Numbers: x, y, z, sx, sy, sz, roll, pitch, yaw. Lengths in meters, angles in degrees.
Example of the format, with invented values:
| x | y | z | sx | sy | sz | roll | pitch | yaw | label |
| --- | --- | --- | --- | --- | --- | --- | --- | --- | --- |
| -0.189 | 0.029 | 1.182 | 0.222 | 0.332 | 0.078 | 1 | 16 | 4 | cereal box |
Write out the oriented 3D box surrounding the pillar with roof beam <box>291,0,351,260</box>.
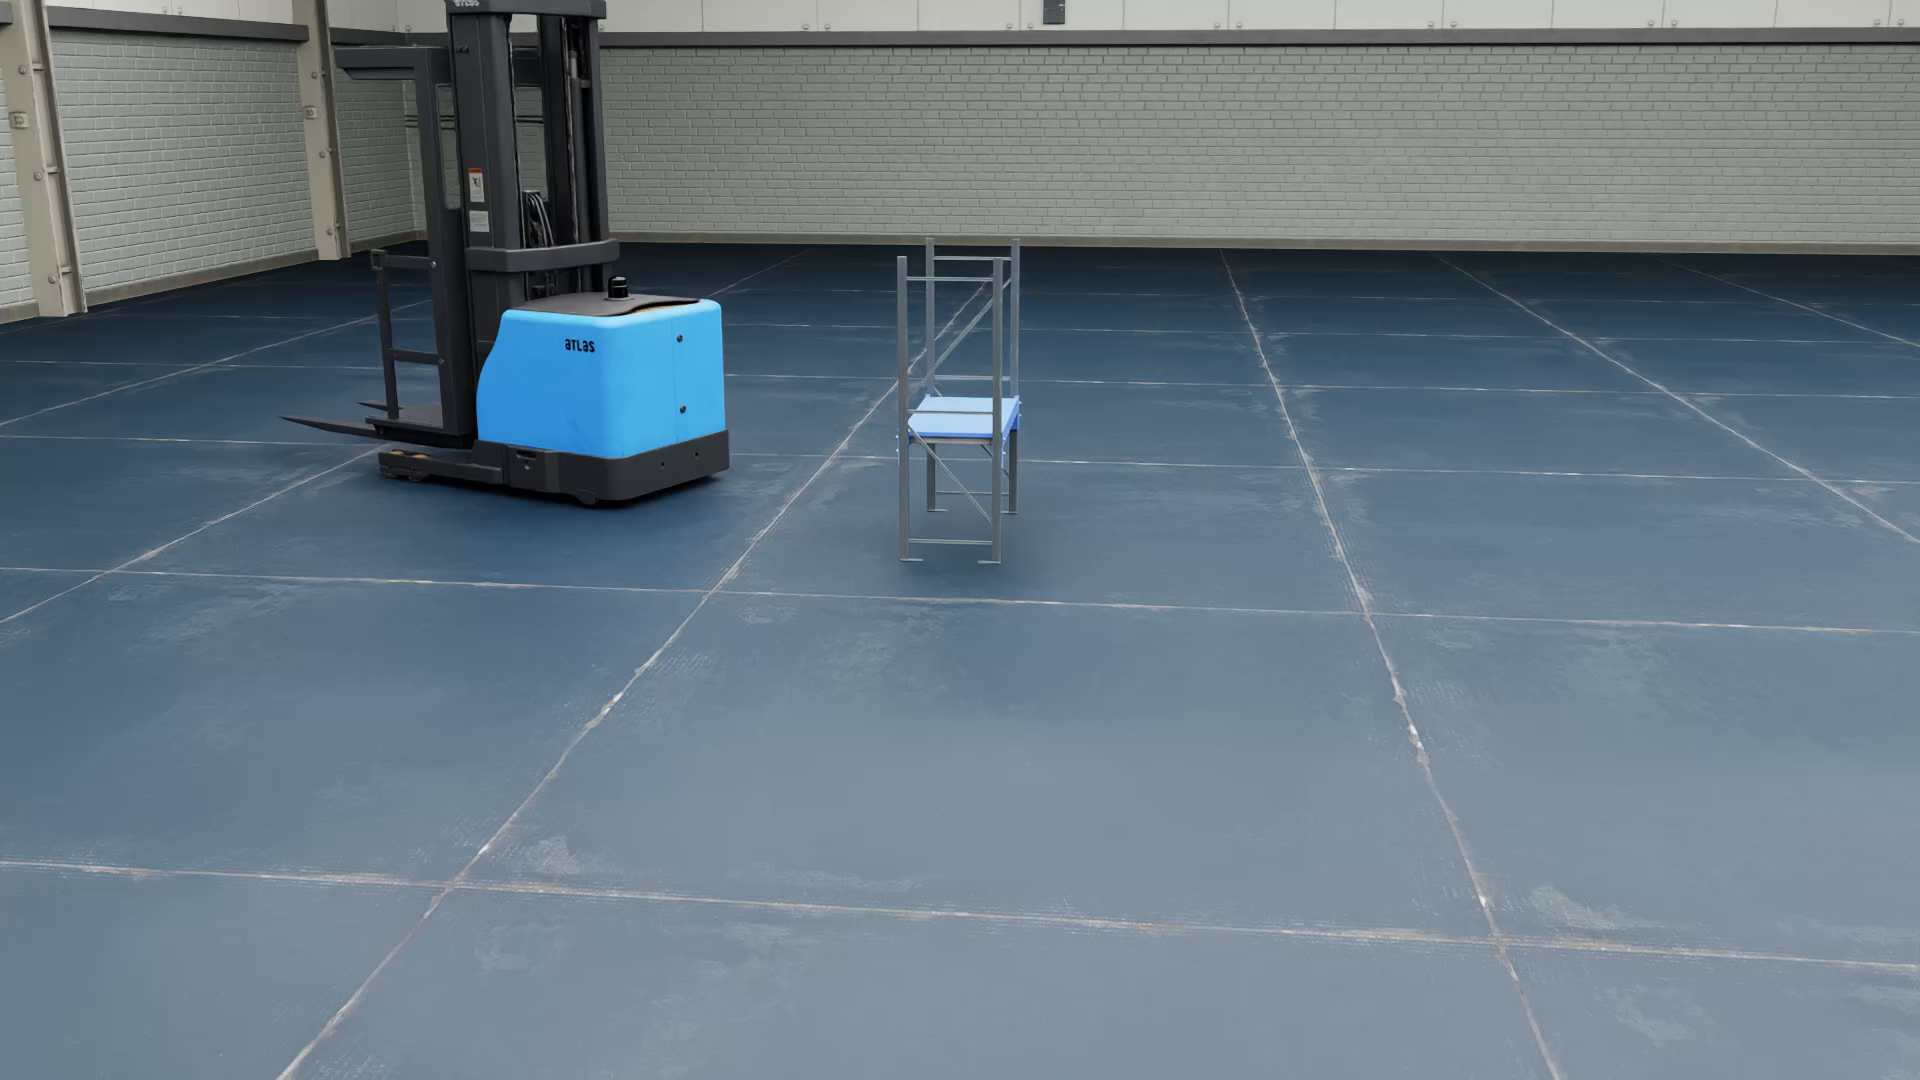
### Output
| x | y | z | sx | sy | sz | roll | pitch | yaw | label |
| --- | --- | --- | --- | --- | --- | --- | --- | --- | --- |
| -4.444 | -8.141 | 21.528 | 9.100 | 9.000 | 0.400 | 2 | 15 | 6 | pillar with roof beam |

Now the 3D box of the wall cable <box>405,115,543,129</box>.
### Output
| x | y | z | sx | sy | sz | roll | pitch | yaw | label |
| --- | --- | --- | --- | --- | --- | --- | --- | --- | --- |
| -7.076 | -7.494 | 25.084 | 3.097 | 2.526 | 0.112 | 2 | 15 | 6 | wall cable |

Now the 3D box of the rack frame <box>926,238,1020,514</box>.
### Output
| x | y | z | sx | sy | sz | roll | pitch | yaw | label |
| --- | --- | --- | --- | --- | --- | --- | --- | --- | --- |
| 0.067 | -0.878 | 9.036 | 0.500 | 1.500 | 0.032 | 2 | 15 | 6 | rack frame |

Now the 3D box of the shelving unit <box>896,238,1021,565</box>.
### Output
| x | y | z | sx | sy | sz | roll | pitch | yaw | label |
| --- | --- | --- | --- | --- | --- | --- | --- | --- | --- |
| 0.010 | -0.746 | 8.548 | 0.538 | 1.500 | 1.048 | 2 | 15 | 6 | shelving unit |

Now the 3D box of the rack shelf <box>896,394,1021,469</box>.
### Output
| x | y | z | sx | sy | sz | roll | pitch | yaw | label |
| --- | --- | --- | --- | --- | --- | --- | --- | --- | --- |
| 0.010 | -0.572 | 8.595 | 0.538 | 0.185 | 1.000 | 2 | 15 | 6 | rack shelf |

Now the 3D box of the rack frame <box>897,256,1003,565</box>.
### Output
| x | y | z | sx | sy | sz | roll | pitch | yaw | label |
| --- | --- | --- | --- | --- | --- | --- | --- | --- | --- |
| -0.048 | -0.614 | 8.061 | 0.500 | 1.500 | 0.032 | 2 | 15 | 6 | rack frame |

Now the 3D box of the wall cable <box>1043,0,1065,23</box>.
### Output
| x | y | z | sx | sy | sz | roll | pitch | yaw | label |
| --- | --- | --- | --- | --- | --- | --- | --- | --- | --- |
| 2.355 | -10.351 | 23.186 | 2.305 | 6.003 | 0.169 | 2 | 15 | 6 | wall cable |

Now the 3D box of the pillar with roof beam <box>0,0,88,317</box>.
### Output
| x | y | z | sx | sy | sz | roll | pitch | yaw | label |
| --- | --- | --- | --- | --- | --- | --- | --- | --- | --- |
| -5.121 | -6.584 | 15.773 | 9.100 | 9.000 | 0.400 | 2 | 15 | 6 | pillar with roof beam |

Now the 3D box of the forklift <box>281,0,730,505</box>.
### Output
| x | y | z | sx | sy | sz | roll | pitch | yaw | label |
| --- | --- | --- | --- | --- | --- | --- | --- | --- | --- |
| -2.915 | -1.870 | 9.963 | 3.031 | 2.935 | 1.130 | 9 | 17 | 29 | forklift |
